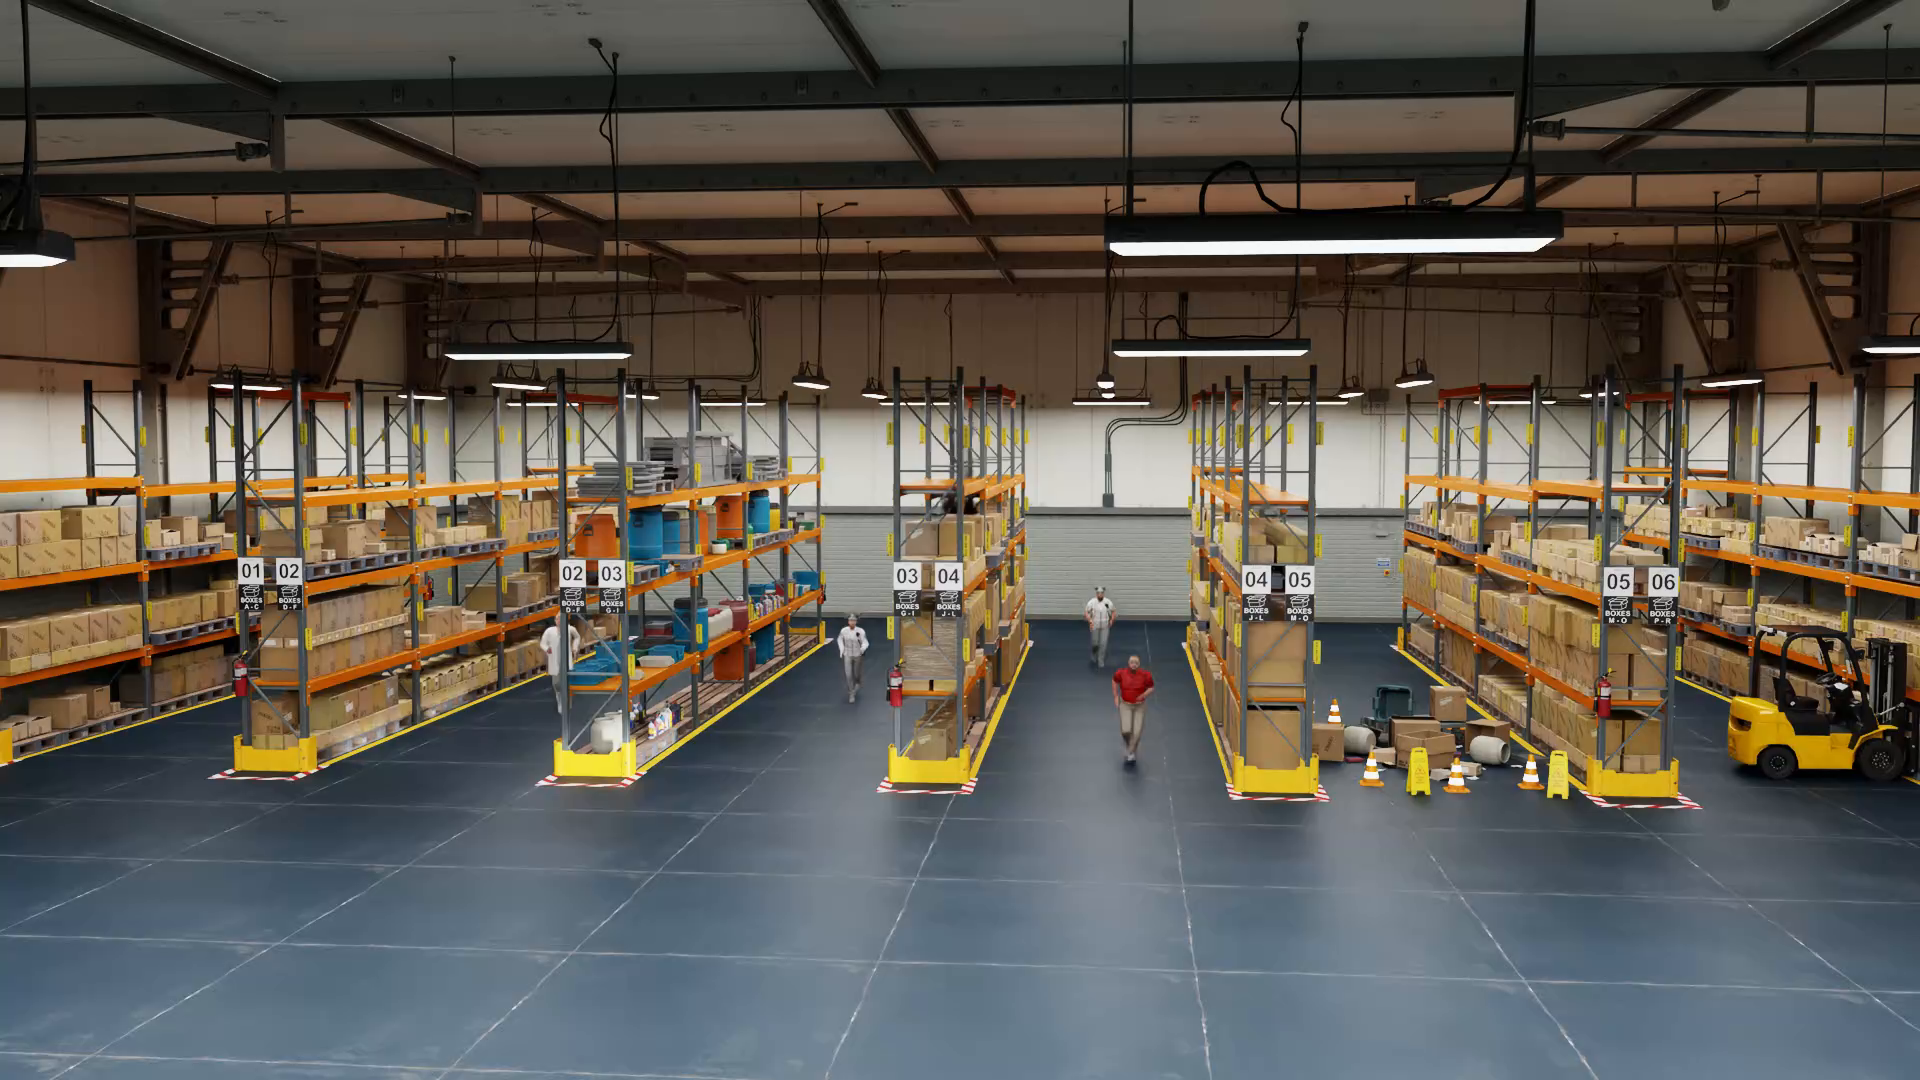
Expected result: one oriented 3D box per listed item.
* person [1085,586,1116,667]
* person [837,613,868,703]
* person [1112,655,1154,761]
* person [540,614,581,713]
[{"bbox_3d":[3.079,1.878,36.402,0.685,1.759,0.631,0,4,0],"label":"person"},{"bbox_3d":[-2.038,2.216,31.642,0.600,1.673,0.820,0,4,-1],"label":"person"},{"bbox_3d":[2.652,2.576,25.461,0.628,1.661,0.706,0,4,1],"label":"person"},{"bbox_3d":[-7.337,2.243,30.562,0.717,1.805,0.968,-1,4,-12],"label":"person"}]
